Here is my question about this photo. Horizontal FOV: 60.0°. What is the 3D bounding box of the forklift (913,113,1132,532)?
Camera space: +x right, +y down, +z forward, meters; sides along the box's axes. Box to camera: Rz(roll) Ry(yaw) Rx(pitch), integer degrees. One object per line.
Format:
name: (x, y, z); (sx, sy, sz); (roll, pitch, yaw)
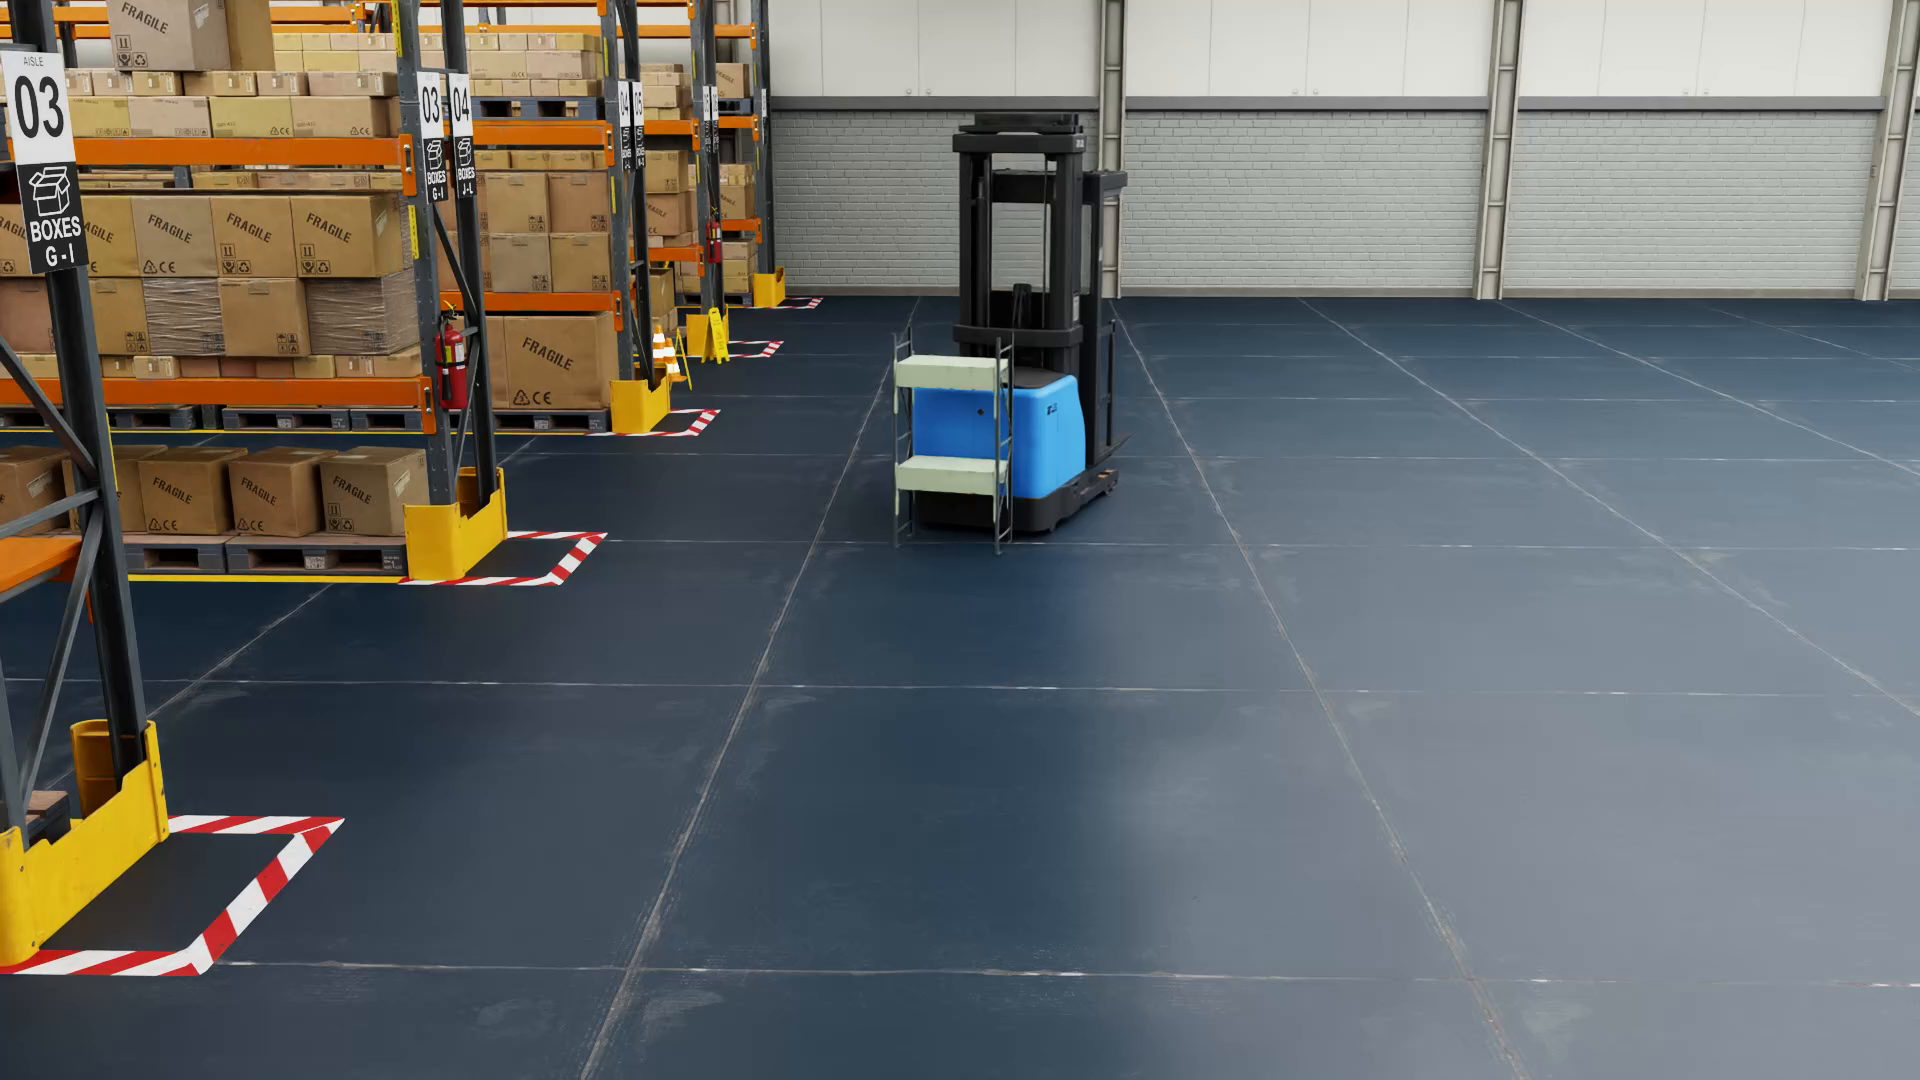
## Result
forklift: (0.638, -1.807, 12.943); (1.130, 2.935, 3.031); (6, 16, 20)

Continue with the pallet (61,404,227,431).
pallet: (-7.891, -1.262, 16.209); (1.213, 0.211, 1.003); (0, 15, 1)

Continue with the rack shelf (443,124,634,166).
rack shelf: (-5.119, -3.714, 15.567); (4.000, 0.370, 1.077); (0, 15, 1)

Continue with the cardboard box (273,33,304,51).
cardboard box: (-6.001, -4.497, 15.033); (0.250, 0.149, 0.380); (0, 15, 1)

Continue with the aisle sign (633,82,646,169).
aisle sign: (-3.041, -3.931, 15.765); (0.004, 0.787, 0.394); (0, 15, 1)

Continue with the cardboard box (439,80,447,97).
cardboard box: (-4.730, -4.103, 15.104); (0.250, 0.149, 0.380); (0, 15, 2)

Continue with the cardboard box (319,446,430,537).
cardboard box: (-3.971, -0.337, 11.314); (0.500, 0.500, 0.500); (3, 15, 12)

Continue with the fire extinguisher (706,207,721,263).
fire extinguisher: (-2.991, -3.706, 20.157); (0.183, 0.674, 0.296); (0, 15, 1)

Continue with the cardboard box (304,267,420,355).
cardboard box: (-3.896, -1.537, 11.006); (0.500, 0.500, 0.875); (0, 15, 1)

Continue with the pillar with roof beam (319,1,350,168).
pillar with roof beam: (-9.752, -7.204, 21.504); (0.400, 9.000, 9.100); (0, 15, 1)

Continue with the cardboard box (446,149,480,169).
cardboard box: (-6.148, -4.496, 20.262); (0.500, 0.500, 0.700); (0, 15, 2)

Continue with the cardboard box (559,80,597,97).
cardboard box: (-3.460, -4.094, 15.072); (0.250, 0.149, 0.380); (0, 15, 1)

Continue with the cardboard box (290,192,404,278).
cardboard box: (-3.903, -1.950, 10.613); (0.500, 0.500, 0.500); (0, 15, 1)

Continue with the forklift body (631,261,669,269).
forklift body: (-4.913, -4.264, 23.785); (1.214, 2.155, 2.313); (0, 15, 1)

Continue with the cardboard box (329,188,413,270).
cardboard box: (-3.890, -2.083, 11.115); (0.500, 0.500, 0.500); (0, 15, 1)

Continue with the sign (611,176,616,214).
sign: (-3.147, -3.134, 15.106); (0.005, 0.325, 0.100); (0, 15, 1)

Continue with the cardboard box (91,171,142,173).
cardboard box: (-10.630, -4.377, 20.946); (0.500, 0.500, 0.500); (0, 15, 0)

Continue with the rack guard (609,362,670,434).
rack guard: (-3.095, -1.390, 16.127); (0.348, 0.500, 1.175); (0, 15, 1)

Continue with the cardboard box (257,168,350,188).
cardboard box: (-6.197, -3.234, 15.807); (0.550, 0.550, 0.875); (0, 15, 1)

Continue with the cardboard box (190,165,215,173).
cardboard box: (-9.449, -4.684, 20.838); (0.250, 0.149, 0.380); (0, 15, -1)

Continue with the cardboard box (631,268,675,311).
cardboard box: (-3.917, -3.173, 21.084); (0.500, 0.500, 0.500); (0, 15, 0)

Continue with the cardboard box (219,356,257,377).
cardboard box: (-4.637, -1.170, 10.887); (0.250, 0.149, 0.380); (0, 15, 1)

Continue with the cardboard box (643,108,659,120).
cardboard box: (-3.707, -5.115, 19.958); (0.250, 0.149, 0.380); (0, 15, 2)

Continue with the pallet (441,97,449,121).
pallet: (-5.084, -4.015, 15.473); (1.213, 0.211, 1.003); (0, 15, 1)

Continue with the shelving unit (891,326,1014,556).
shelving unit: (-0.047, -0.692, 11.522); (0.755, 1.500, 0.431); (4, 15, 15)

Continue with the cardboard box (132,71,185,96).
cardboard box: (-4.933, -2.837, 10.347); (0.250, 0.149, 0.380); (0, 15, -1)

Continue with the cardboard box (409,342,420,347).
cardboard box: (-3.626, -1.275, 11.286); (0.250, 0.149, 0.380); (0, 15, 1)

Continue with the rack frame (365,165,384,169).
rack frame: (-7.093, -3.887, 20.694); (0.127, 3.000, 1.000); (0, 15, 1)

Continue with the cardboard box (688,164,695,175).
cardboard box: (-4.091, -5.591, 25.100); (0.250, 0.149, 0.380); (0, 15, 2)

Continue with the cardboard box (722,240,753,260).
cardboard box: (-3.439, -4.408, 25.273); (0.500, 0.250, 0.500); (1, 15, 3)

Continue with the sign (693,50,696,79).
sign: (-3.128, -5.598, 19.564); (0.005, 0.325, 0.100); (0, 15, 1)

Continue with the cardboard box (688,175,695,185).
cardboard box: (-4.086, -5.436, 25.096); (0.250, 0.149, 0.380); (0, 15, 1)

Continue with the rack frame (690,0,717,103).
rack frame: (-3.094, -6.762, 19.830); (0.127, 3.000, 1.000); (0, 15, 1)

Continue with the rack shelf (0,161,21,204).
rack shelf: (-5.473, -1.187, 5.988); (4.000, 0.370, 1.077); (0, 15, 1)

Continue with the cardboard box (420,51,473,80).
cardboard box: (-4.618, -4.310, 15.109); (0.500, 0.250, 0.500); (0, 15, 1)

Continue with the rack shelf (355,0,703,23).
rack shelf: (-5.093, -6.426, 19.972); (4.000, 0.370, 1.077); (0, 15, 1)

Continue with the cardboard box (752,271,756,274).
cardboard box: (-3.457, -4.054, 25.892); (0.500, 0.250, 0.500); (0, 15, 2)

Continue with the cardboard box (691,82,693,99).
cardboard box: (-4.061, -6.694, 24.695); (0.258, 0.266, 0.396); (0, 15, 2)

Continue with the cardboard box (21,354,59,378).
cardboard box: (-5.888, -1.159, 10.844); (0.250, 0.149, 0.380); (0, 15, 1)

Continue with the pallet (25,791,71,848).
pallet: (-4.363, 1.282, 6.566); (1.213, 0.211, 1.003); (0, 15, 1)

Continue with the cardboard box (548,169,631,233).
cardboard box: (-3.489, -3.205, 15.698); (0.550, 0.550, 0.875); (0, 15, 1)

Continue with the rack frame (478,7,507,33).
rack frame: (-6.970, -8.054, 24.727); (0.127, 3.000, 1.000); (0, 15, 1)

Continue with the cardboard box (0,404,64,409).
cardboard box: (-8.705, -1.728, 16.097); (0.750, 0.750, 1.050); (0, 15, 1)

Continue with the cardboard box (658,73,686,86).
cardboard box: (-3.440, -5.503, 19.866); (0.250, 0.149, 0.380); (1, 15, 2)

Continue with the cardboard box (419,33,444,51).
cardboard box: (-4.736, -4.488, 15.002); (0.250, 0.149, 0.380); (0, 15, 1)

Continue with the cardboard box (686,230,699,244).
cardboard box: (-3.428, -3.795, 20.836); (0.250, 0.149, 0.380); (0, 15, 2)

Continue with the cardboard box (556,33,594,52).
cardboard box: (-3.465, -4.480, 14.970); (0.250, 0.149, 0.380); (1, 15, 2)

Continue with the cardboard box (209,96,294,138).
cardboard box: (-4.335, -2.653, 10.429); (0.500, 0.250, 0.500); (0, 15, 2)

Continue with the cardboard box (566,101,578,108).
cardboard box: (-4.634, -5.323, 19.968); (0.500, 0.250, 0.500); (1, 15, 3)

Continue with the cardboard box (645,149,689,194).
cardboard box: (-3.610, -4.485, 20.219); (0.500, 0.500, 0.700); (0, 15, 0)

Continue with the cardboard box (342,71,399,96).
cardboard box: (-3.633, -2.827, 10.307); (0.250, 0.149, 0.380); (0, 15, 1)

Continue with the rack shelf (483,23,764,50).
rack shelf: (-4.970, -7.500, 24.821); (4.000, 0.370, 1.077); (0, 15, 1)
